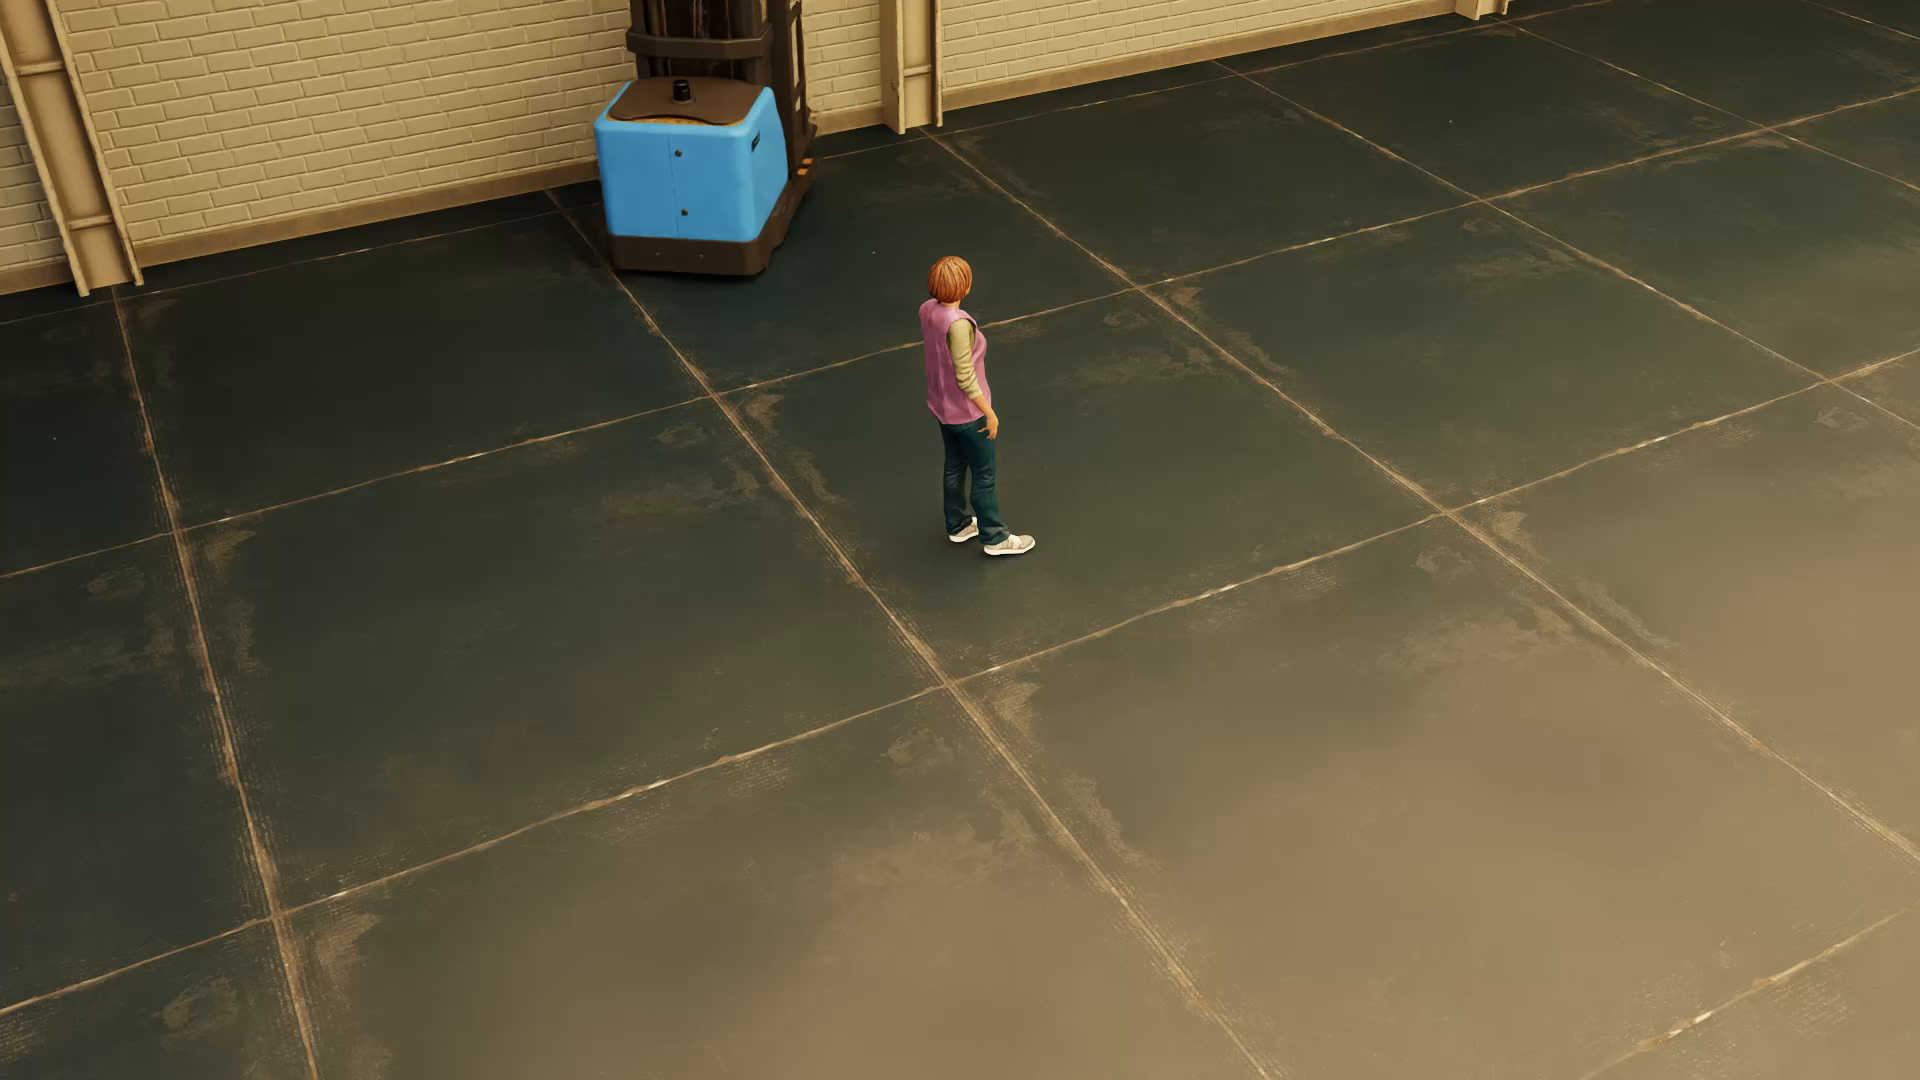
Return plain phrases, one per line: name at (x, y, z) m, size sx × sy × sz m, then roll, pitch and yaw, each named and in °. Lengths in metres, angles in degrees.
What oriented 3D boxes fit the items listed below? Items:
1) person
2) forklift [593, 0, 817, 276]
person at (0.072, -0.671, 8.215) m, size 0.476 × 1.597 × 0.520 m, roll -17°, pitch 39°, yaw -23°
forklift at (-1.666, -3.784, 11.476) m, size 1.130 × 2.935 × 3.031 m, roll 4°, pitch 35°, yaw 6°
